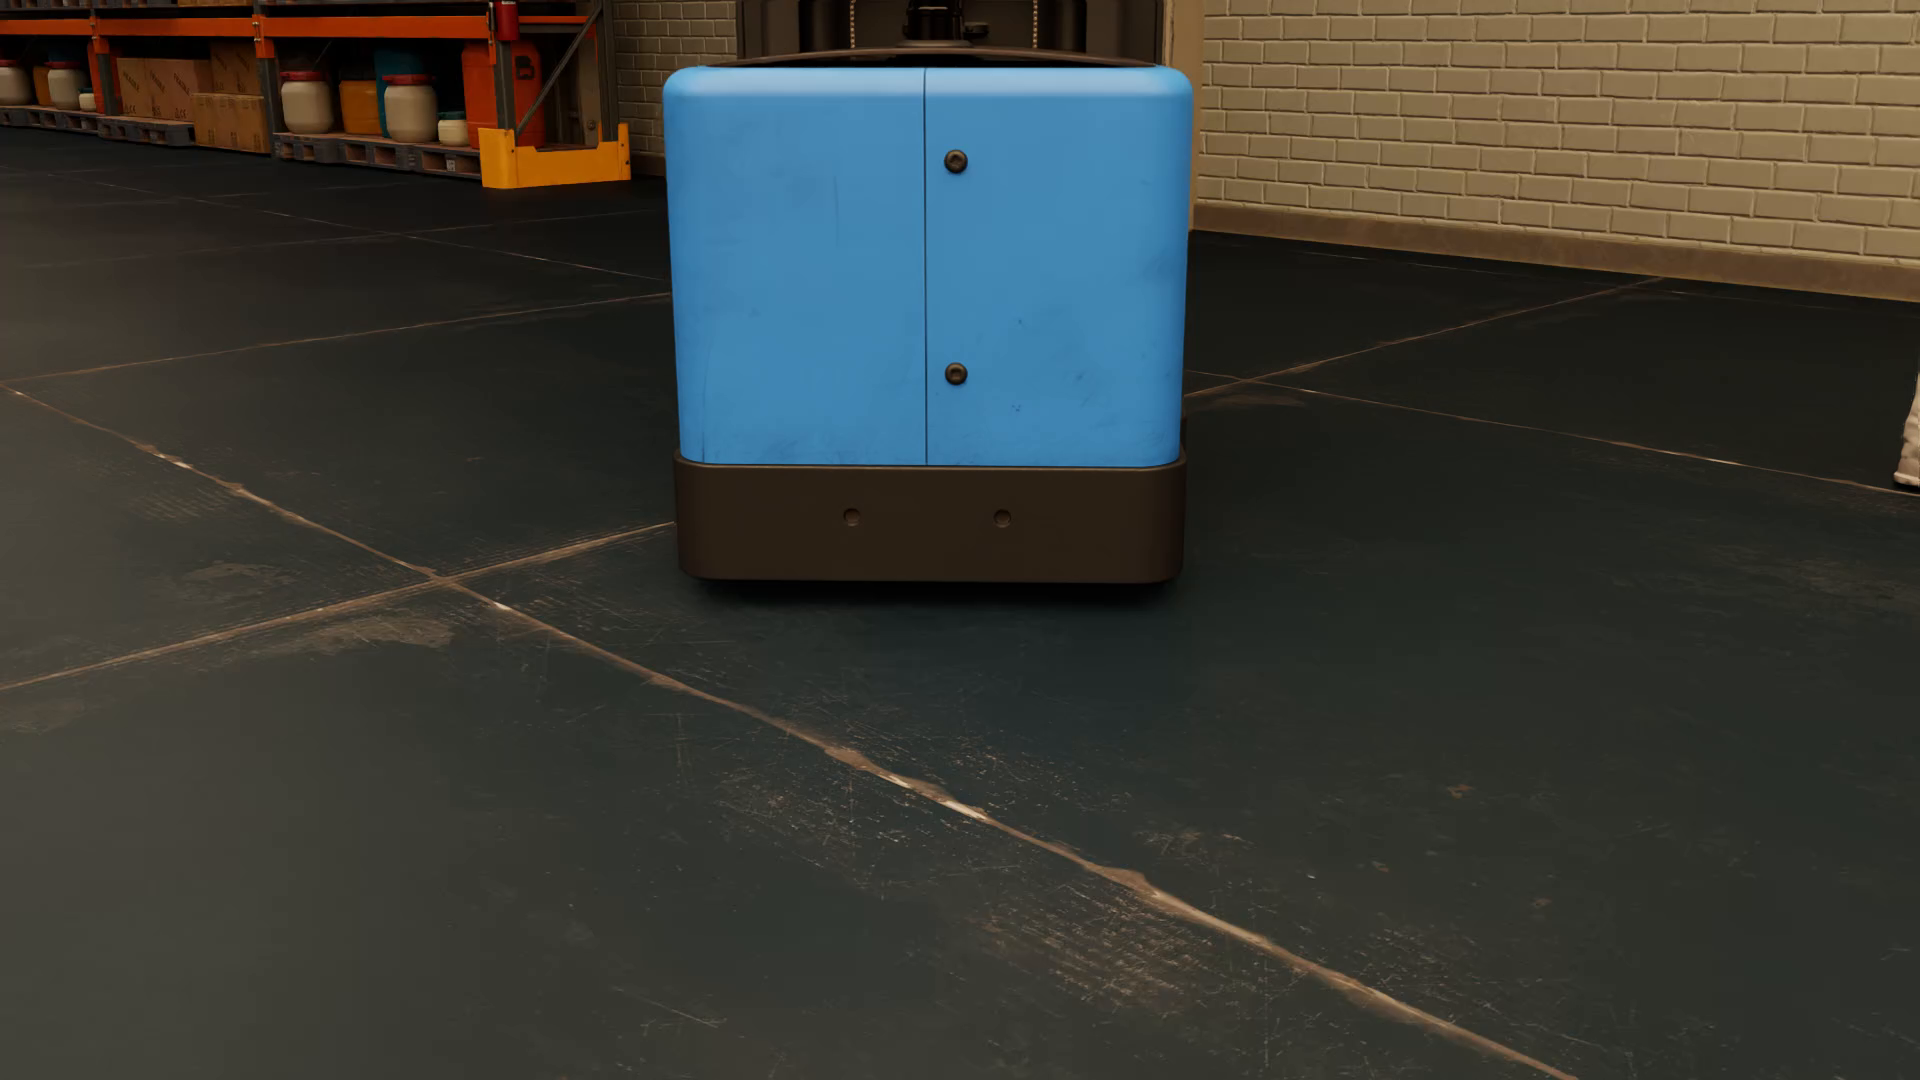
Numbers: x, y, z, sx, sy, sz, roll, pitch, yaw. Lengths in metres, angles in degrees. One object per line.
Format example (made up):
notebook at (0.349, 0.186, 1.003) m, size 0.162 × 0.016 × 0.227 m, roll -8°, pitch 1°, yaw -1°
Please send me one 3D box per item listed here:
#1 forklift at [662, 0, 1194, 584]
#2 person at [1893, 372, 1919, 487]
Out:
forklift at (-0.019, -1.692, 4.408) m, size 1.130 × 2.935 × 3.031 m, roll 1°, pitch 17°, yaw 2°
person at (2.769, -0.886, 4.089) m, size 0.612 × 1.683 × 0.922 m, roll -5°, pitch 18°, yaw -17°
